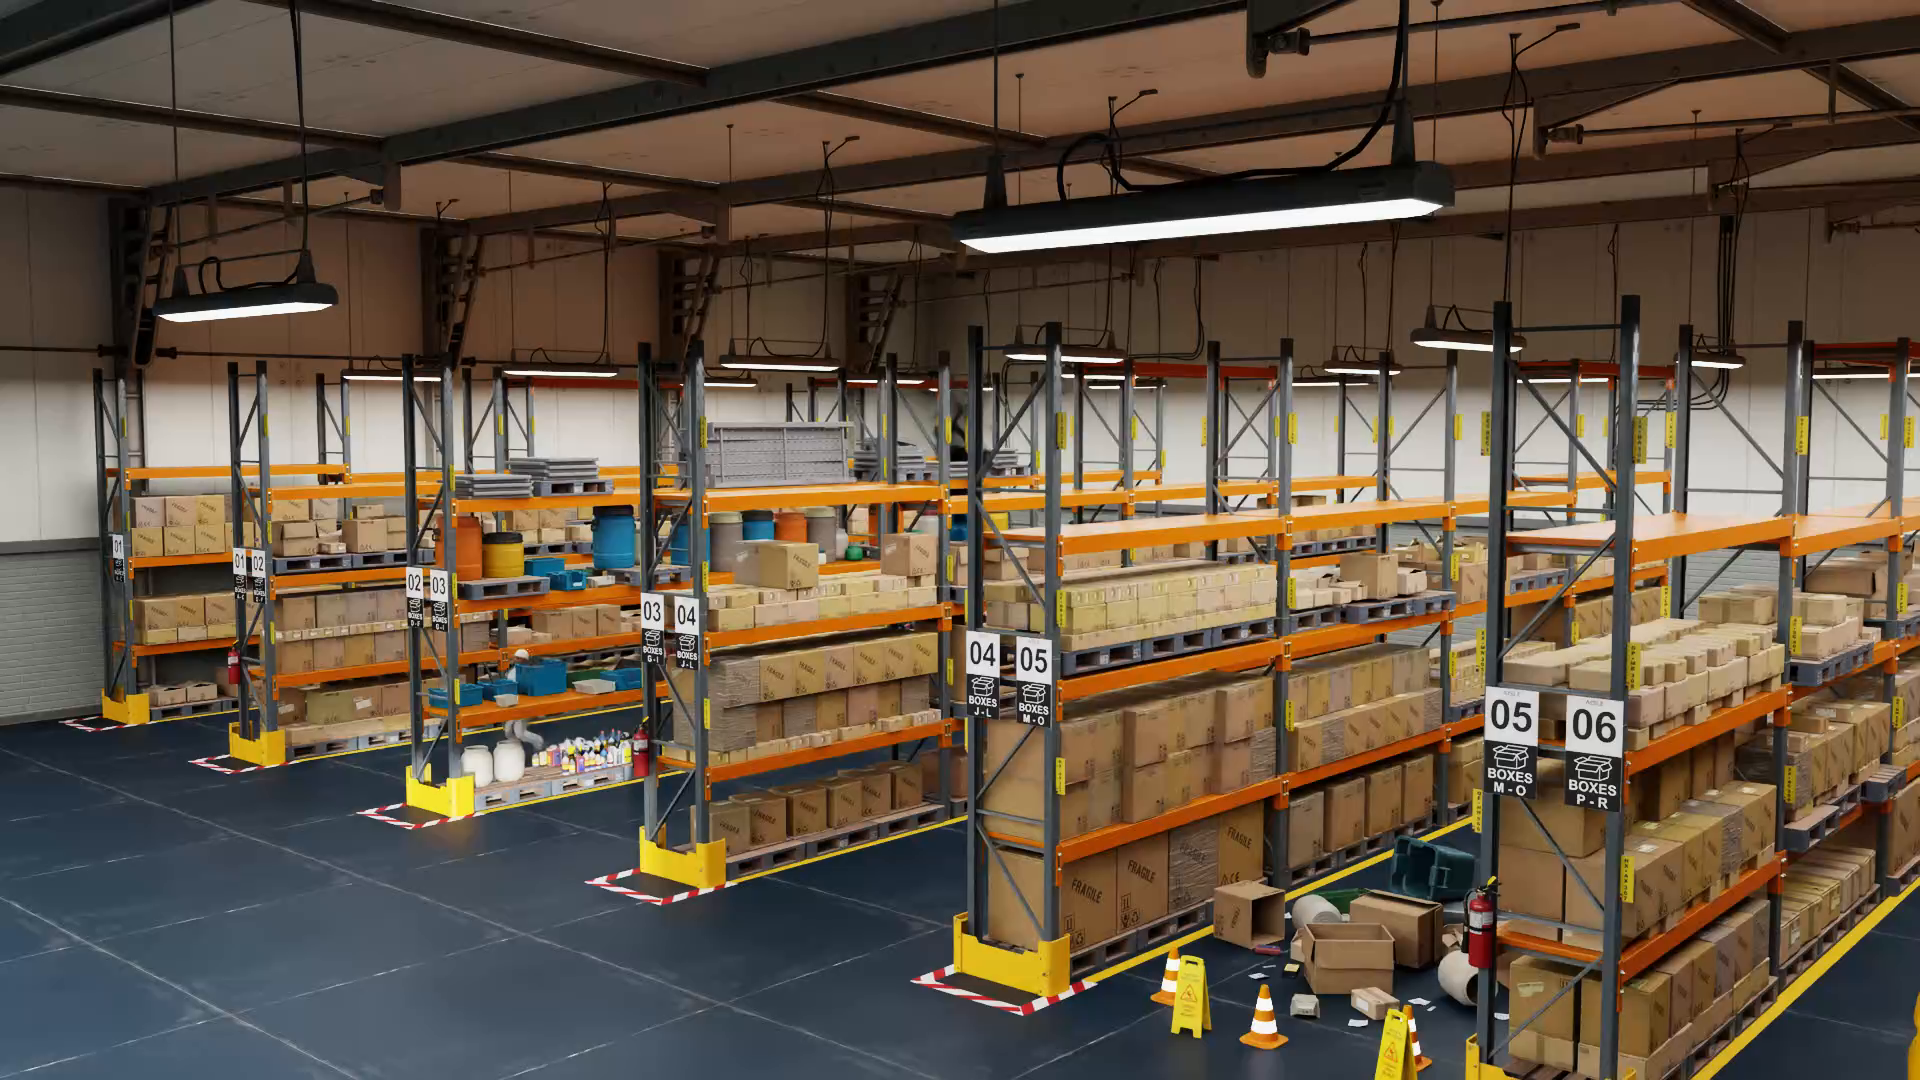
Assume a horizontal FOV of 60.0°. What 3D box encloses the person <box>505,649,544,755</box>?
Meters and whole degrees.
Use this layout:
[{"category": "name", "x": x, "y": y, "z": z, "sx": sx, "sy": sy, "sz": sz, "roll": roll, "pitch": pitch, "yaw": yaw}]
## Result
[{"category": "person", "x": -6.543, "y": 2.480, "z": 24.824, "sx": 0.697, "sy": 1.717, "sz": 0.609, "roll": 2, "pitch": 5, "yaw": 29}]
